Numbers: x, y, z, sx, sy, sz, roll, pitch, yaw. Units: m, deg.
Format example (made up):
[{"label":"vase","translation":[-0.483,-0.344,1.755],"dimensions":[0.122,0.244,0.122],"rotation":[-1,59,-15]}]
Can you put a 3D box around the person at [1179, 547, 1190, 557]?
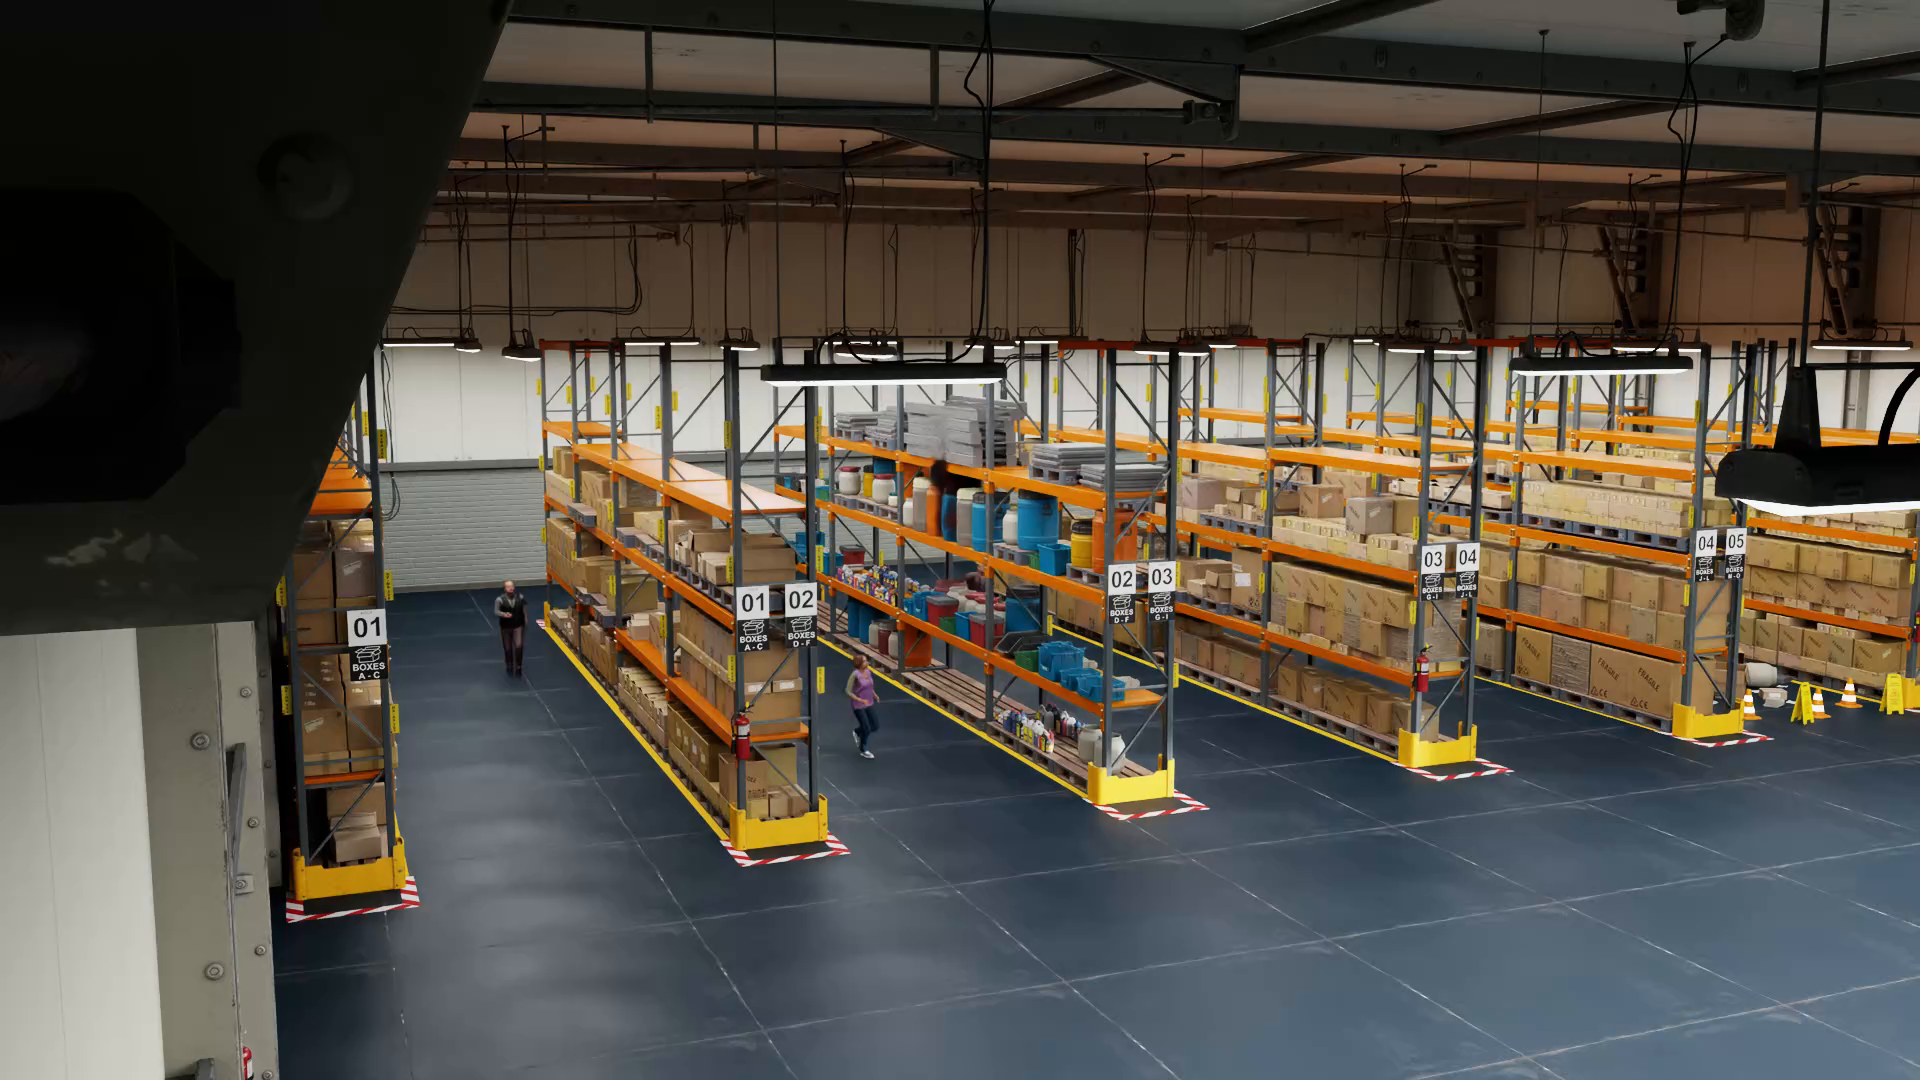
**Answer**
[{"label":"person","translation":[4.724,0.921,35.432],"dimensions":[0.598,1.609,0.692],"rotation":[-1,8,-8]}]

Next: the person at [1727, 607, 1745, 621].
[{"label":"person","translation":[15.795,1.227,33.768],"dimensions":[0.595,1.478,0.827],"rotation":[-6,10,-41]}]

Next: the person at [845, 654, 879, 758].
[{"label":"person","translation":[-1.467,2.420,24.263],"dimensions":[0.507,1.552,0.564],"rotation":[6,9,38]}]

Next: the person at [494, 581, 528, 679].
[{"label":"person","translation":[-8.047,1.600,29.853],"dimensions":[0.605,1.760,0.833],"rotation":[-2,8,-16]}]

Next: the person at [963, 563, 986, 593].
[{"label":"person","translation":[0.308,1.228,32.802],"dimensions":[0.708,1.712,0.713],"rotation":[-6,9,-37]}]
